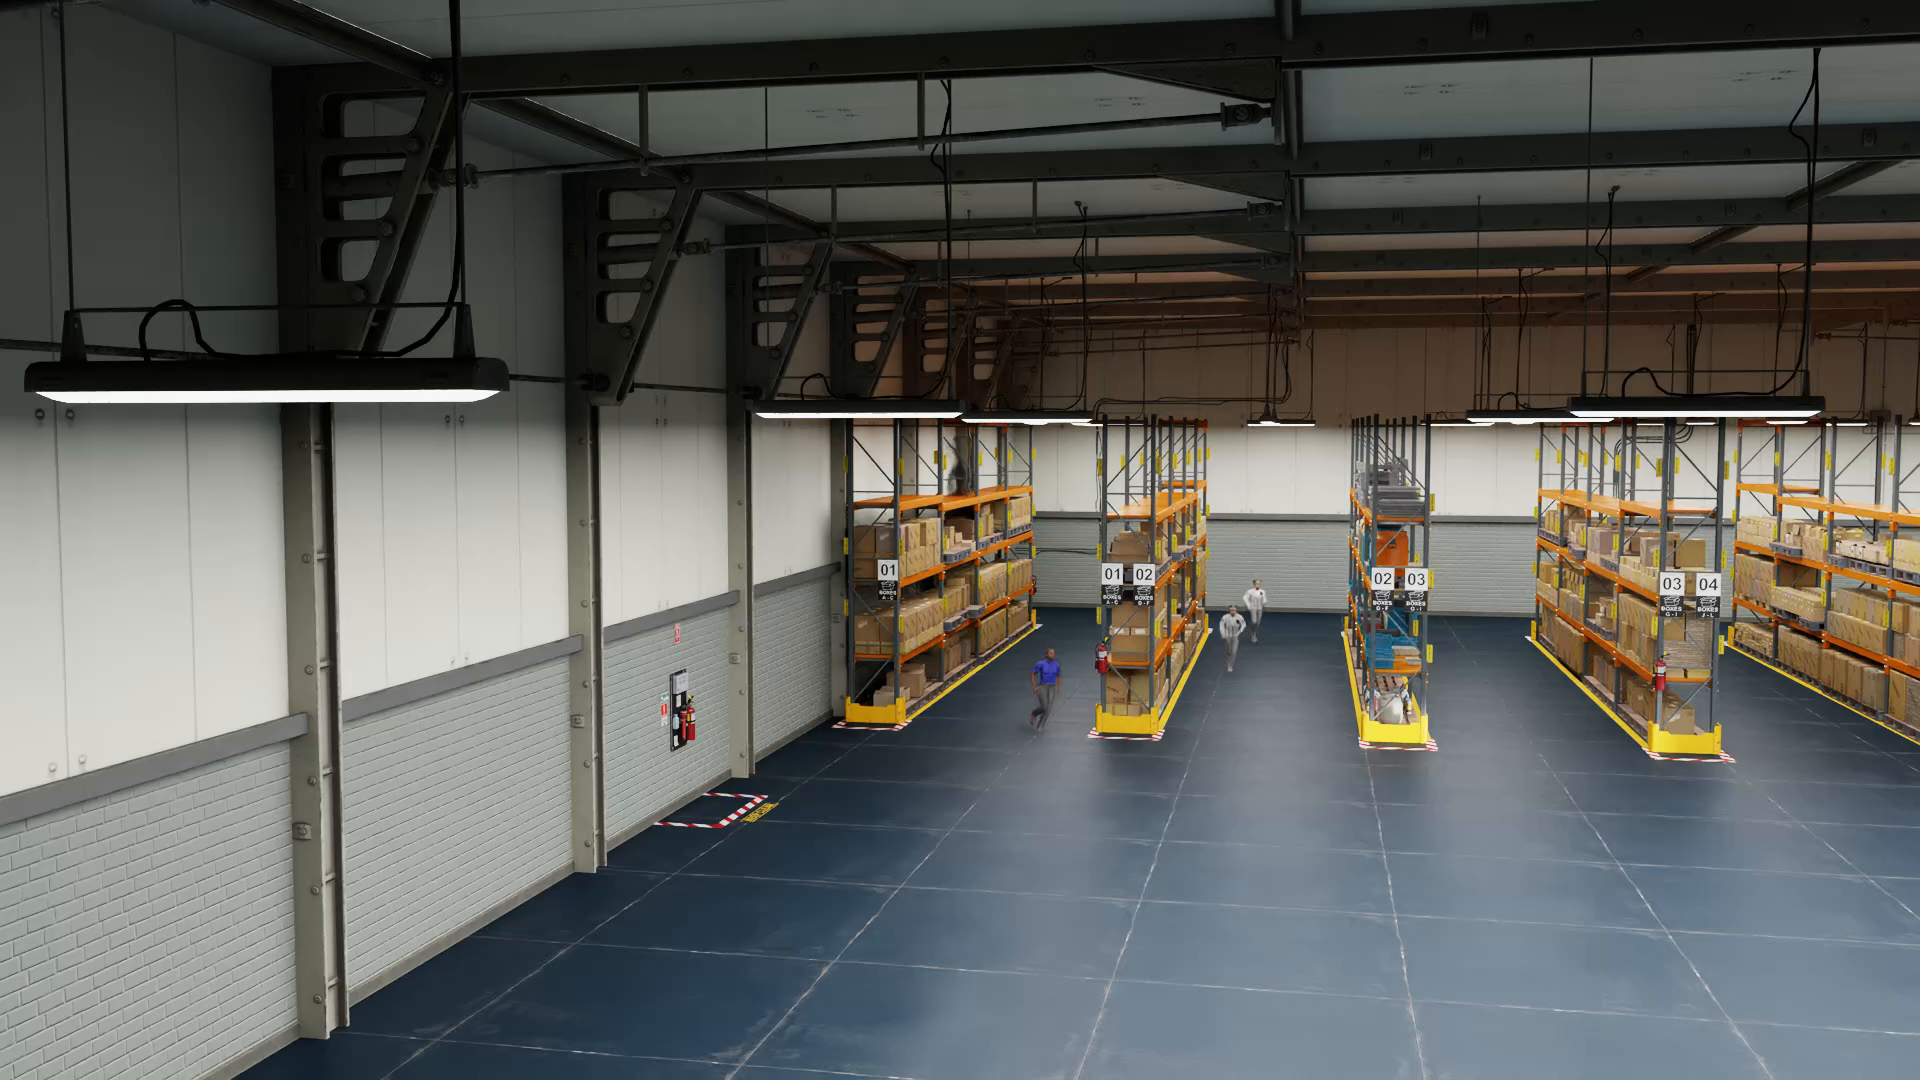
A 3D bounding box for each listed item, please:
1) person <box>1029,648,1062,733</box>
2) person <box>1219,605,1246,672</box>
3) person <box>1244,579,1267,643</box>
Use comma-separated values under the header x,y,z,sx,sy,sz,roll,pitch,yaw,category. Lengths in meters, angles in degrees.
x,y,z,sx,sy,sz,roll,pitch,yaw,category
1.659,2.844,31.497,0.613,1.561,0.522,-1,4,-21,person
6.467,2.316,39.490,0.613,1.620,0.759,0,4,3,person
7.979,1.910,44.755,0.589,1.738,0.712,0,4,-6,person
